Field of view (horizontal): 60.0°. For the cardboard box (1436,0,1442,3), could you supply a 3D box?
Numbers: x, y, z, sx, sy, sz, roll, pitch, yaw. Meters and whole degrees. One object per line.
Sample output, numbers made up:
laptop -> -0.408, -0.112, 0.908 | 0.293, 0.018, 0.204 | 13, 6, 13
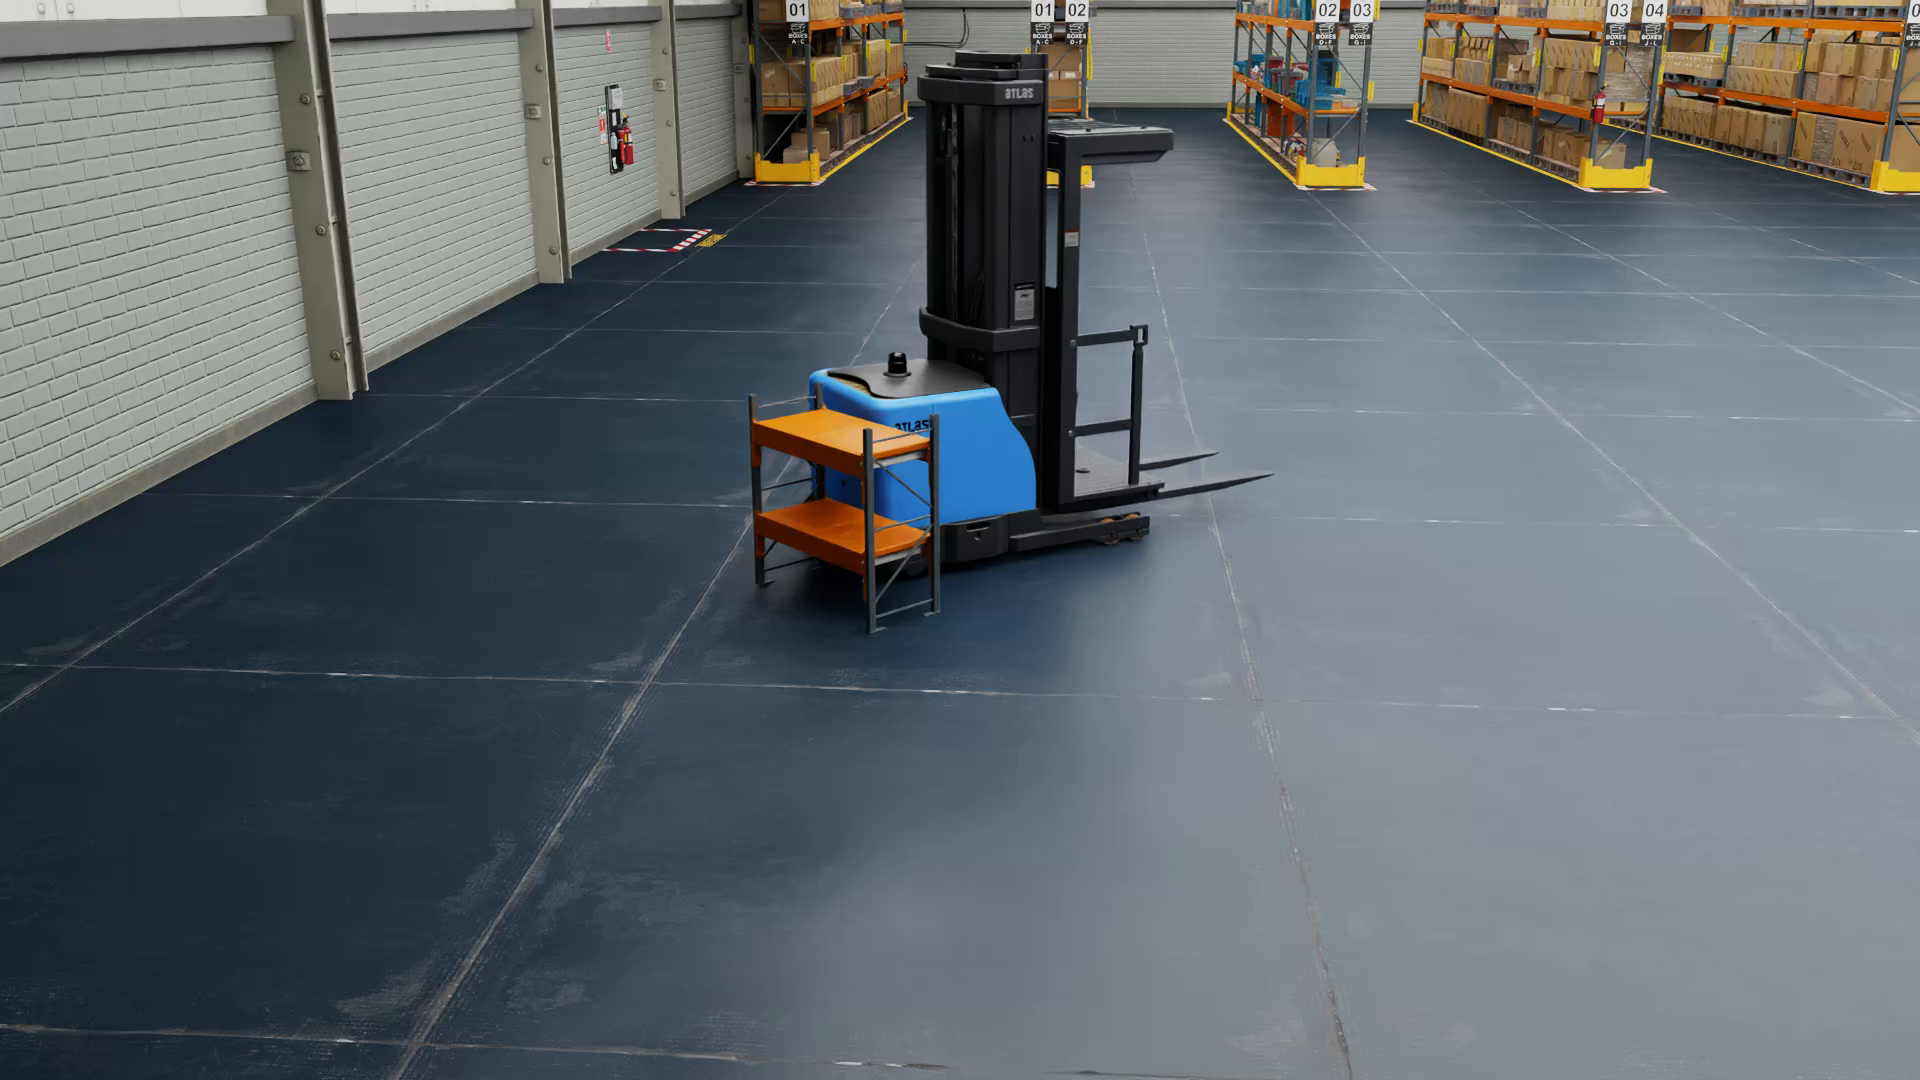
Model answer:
cardboard box -> 12.639, -14.049, 42.670 | 0.700, 0.500, 0.500 | 1, 18, 2

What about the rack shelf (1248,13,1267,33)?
rack shelf -> 7.413, -11.995, 38.550 | 1.077, 0.370, 4.000 | 1, 18, 4

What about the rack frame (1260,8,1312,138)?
rack frame -> 7.270, -10.290, 37.010 | 1.000, 3.000, 0.127 | 1, 18, 4

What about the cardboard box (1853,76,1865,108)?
cardboard box -> 16.741, -8.083, 30.032 | 0.875, 0.550, 0.550 | 1, 18, 4

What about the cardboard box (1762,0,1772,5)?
cardboard box -> 16.806, -11.133, 34.072 | 0.500, 0.311, 0.500 | 1, 18, 3

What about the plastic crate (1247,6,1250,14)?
plastic crate -> 7.286, -12.996, 40.789 | 0.450, 0.188, 0.662 | 1, 18, 4

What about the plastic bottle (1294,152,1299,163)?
plastic bottle -> 6.391, -7.265, 31.565 | 0.097, 0.201, 0.097 | 0, 18, 0

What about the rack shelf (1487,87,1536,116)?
rack shelf -> 12.067, -9.217, 34.889 | 1.077, 0.370, 4.000 | 1, 18, 4

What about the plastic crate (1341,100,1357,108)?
plastic crate -> 7.082, -7.951, 30.294 | 0.298, 0.136, 0.250 | 1, 18, 4

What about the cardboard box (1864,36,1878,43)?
cardboard box -> 22.140, -11.876, 40.083 | 0.500, 0.500, 0.500 | 1, 18, 3

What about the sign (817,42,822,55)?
sign -> -3.165, -11.073, 37.539 | 0.100, 0.325, 0.005 | 1, 18, 4

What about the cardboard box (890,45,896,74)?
cardboard box -> -2.169, -12.517, 43.324 | 0.980, 0.700, 0.700 | 0, 18, 1

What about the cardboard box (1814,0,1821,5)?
cardboard box -> 16.498, -10.243, 31.617 | 0.380, 0.149, 0.250 | 1, 18, 3

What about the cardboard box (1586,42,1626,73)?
cardboard box -> 11.430, -8.535, 29.410 | 0.500, 0.500, 0.500 | 1, 18, 4

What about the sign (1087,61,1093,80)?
sign -> 2.309, -8.352, 29.577 | 0.100, 0.325, 0.005 | 1, 18, 4

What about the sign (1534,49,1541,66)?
sign -> 11.370, -9.499, 32.735 | 0.100, 0.325, 0.005 | 1, 18, 4

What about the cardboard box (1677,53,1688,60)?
cardboard box -> 16.877, -11.207, 38.583 | 0.380, 0.149, 0.250 | 1, 18, 3

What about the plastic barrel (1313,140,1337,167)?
plastic barrel -> 6.667, -7.029, 30.378 | 0.421, 0.512, 0.421 | 0, 18, 0

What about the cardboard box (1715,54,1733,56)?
cardboard box -> 17.491, -11.025, 38.027 | 0.380, 0.149, 0.250 | 1, 18, 3

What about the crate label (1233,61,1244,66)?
crate label -> 7.497, -12.654, 44.398 | 0.416, 0.233, 0.303 | 1, 18, 4

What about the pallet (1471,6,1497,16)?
pallet -> 12.281, -12.064, 37.909 | 1.003, 0.211, 1.213 | 2, 18, 6

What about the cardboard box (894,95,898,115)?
cardboard box -> -2.024, -11.633, 44.447 | 0.700, 0.500, 0.500 | 1, 18, 4

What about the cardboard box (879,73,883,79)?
cardboard box -> -2.085, -11.291, 40.435 | 0.380, 0.149, 0.250 | 1, 18, 4

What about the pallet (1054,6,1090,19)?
pallet -> 1.833, -9.520, 29.983 | 1.003, 0.211, 1.213 | 1, 18, 4

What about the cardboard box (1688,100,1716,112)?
cardboard box -> 17.015, -9.938, 38.072 | 0.500, 0.250, 0.500 | 2, 18, 5

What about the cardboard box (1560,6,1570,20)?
cardboard box -> 11.557, -9.839, 31.056 | 0.500, 0.250, 0.500 | 1, 18, 2

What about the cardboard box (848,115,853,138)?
cardboard box -> -2.764, -9.150, 36.839 | 0.700, 0.500, 0.500 | 1, 18, 4

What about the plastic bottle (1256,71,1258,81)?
plastic bottle -> 7.018, -10.911, 39.111 | 0.097, 0.271, 0.097 | 0, 18, 0

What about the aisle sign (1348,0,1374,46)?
aisle sign -> 6.984, -9.012, 28.934 | 0.394, 0.787, 0.004 | 1, 18, 4

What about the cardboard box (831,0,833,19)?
cardboard box -> -2.737, -10.432, 32.434 | 0.500, 0.500, 0.500 | 0, 18, -1

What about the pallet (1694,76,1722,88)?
pallet -> 17.095, -10.170, 36.951 | 1.213, 0.211, 1.003 | 1, 18, 4

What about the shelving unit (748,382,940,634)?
shelving unit -> -0.647, -0.206, 9.242 | 0.538, 1.125, 1.048 | -16, 24, -39

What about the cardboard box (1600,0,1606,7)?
cardboard box -> 11.345, -9.332, 28.868 | 0.380, 0.149, 0.250 | 1, 18, 4

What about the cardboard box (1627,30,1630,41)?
cardboard box -> 17.397, -12.896, 42.718 | 0.500, 0.500, 0.500 | 2, 18, 6

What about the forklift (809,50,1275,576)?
forklift -> 0.610, -1.493, 10.274 | 3.031, 2.935, 1.130 | -10, 20, -27

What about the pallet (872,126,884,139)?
pallet -> -2.390, -9.807, 40.014 | 1.003, 0.211, 1.213 | 1, 18, 4

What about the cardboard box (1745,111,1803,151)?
cardboard box -> 16.891, -8.420, 34.241 | 1.050, 0.750, 0.750 | 1, 18, 4

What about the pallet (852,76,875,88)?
pallet -> -2.556, -10.196, 37.032 | 1.213, 0.211, 1.003 | 1, 18, 4

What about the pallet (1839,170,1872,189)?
pallet -> 16.556, -6.478, 29.853 | 1.003, 0.211, 1.213 | 1, 18, 4

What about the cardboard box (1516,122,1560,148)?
cardboard box -> 12.082, -8.470, 34.763 | 0.700, 0.500, 0.500 | 0, 18, -1

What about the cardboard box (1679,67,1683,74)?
cardboard box -> 16.862, -10.842, 38.424 | 0.380, 0.149, 0.250 | 1, 18, 3

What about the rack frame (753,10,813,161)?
rack frame -> -3.185, -8.027, 30.102 | 1.000, 3.000, 0.127 | 1, 18, 4

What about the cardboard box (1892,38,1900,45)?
cardboard box -> 22.054, -11.434, 38.736 | 0.500, 0.500, 0.500 | 1, 18, 4

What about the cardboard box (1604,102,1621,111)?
cardboard box -> 11.451, -7.669, 29.413 | 0.380, 0.149, 0.250 | 1, 18, 4

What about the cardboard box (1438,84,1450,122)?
cardboard box -> 12.689, -11.095, 42.202 | 0.875, 0.875, 0.875 | 1, 18, 4

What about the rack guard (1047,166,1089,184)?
rack guard -> 1.755, -6.722, 30.135 | 1.175, 0.500, 0.348 | 1, 18, 4

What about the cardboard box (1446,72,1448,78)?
cardboard box -> 12.210, -11.485, 41.059 | 0.380, 0.149, 0.250 | 2, 18, 5

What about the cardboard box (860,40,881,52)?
cardboard box -> -2.186, -11.841, 39.867 | 0.500, 0.250, 0.500 | 2, 18, 5

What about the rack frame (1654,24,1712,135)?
rack frame -> 17.437, -11.280, 40.030 | 1.000, 3.000, 0.127 | 1, 18, 4

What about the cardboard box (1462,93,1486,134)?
cardboard box -> 12.352, -9.860, 38.435 | 1.225, 0.875, 0.875 | 1, 18, 4
